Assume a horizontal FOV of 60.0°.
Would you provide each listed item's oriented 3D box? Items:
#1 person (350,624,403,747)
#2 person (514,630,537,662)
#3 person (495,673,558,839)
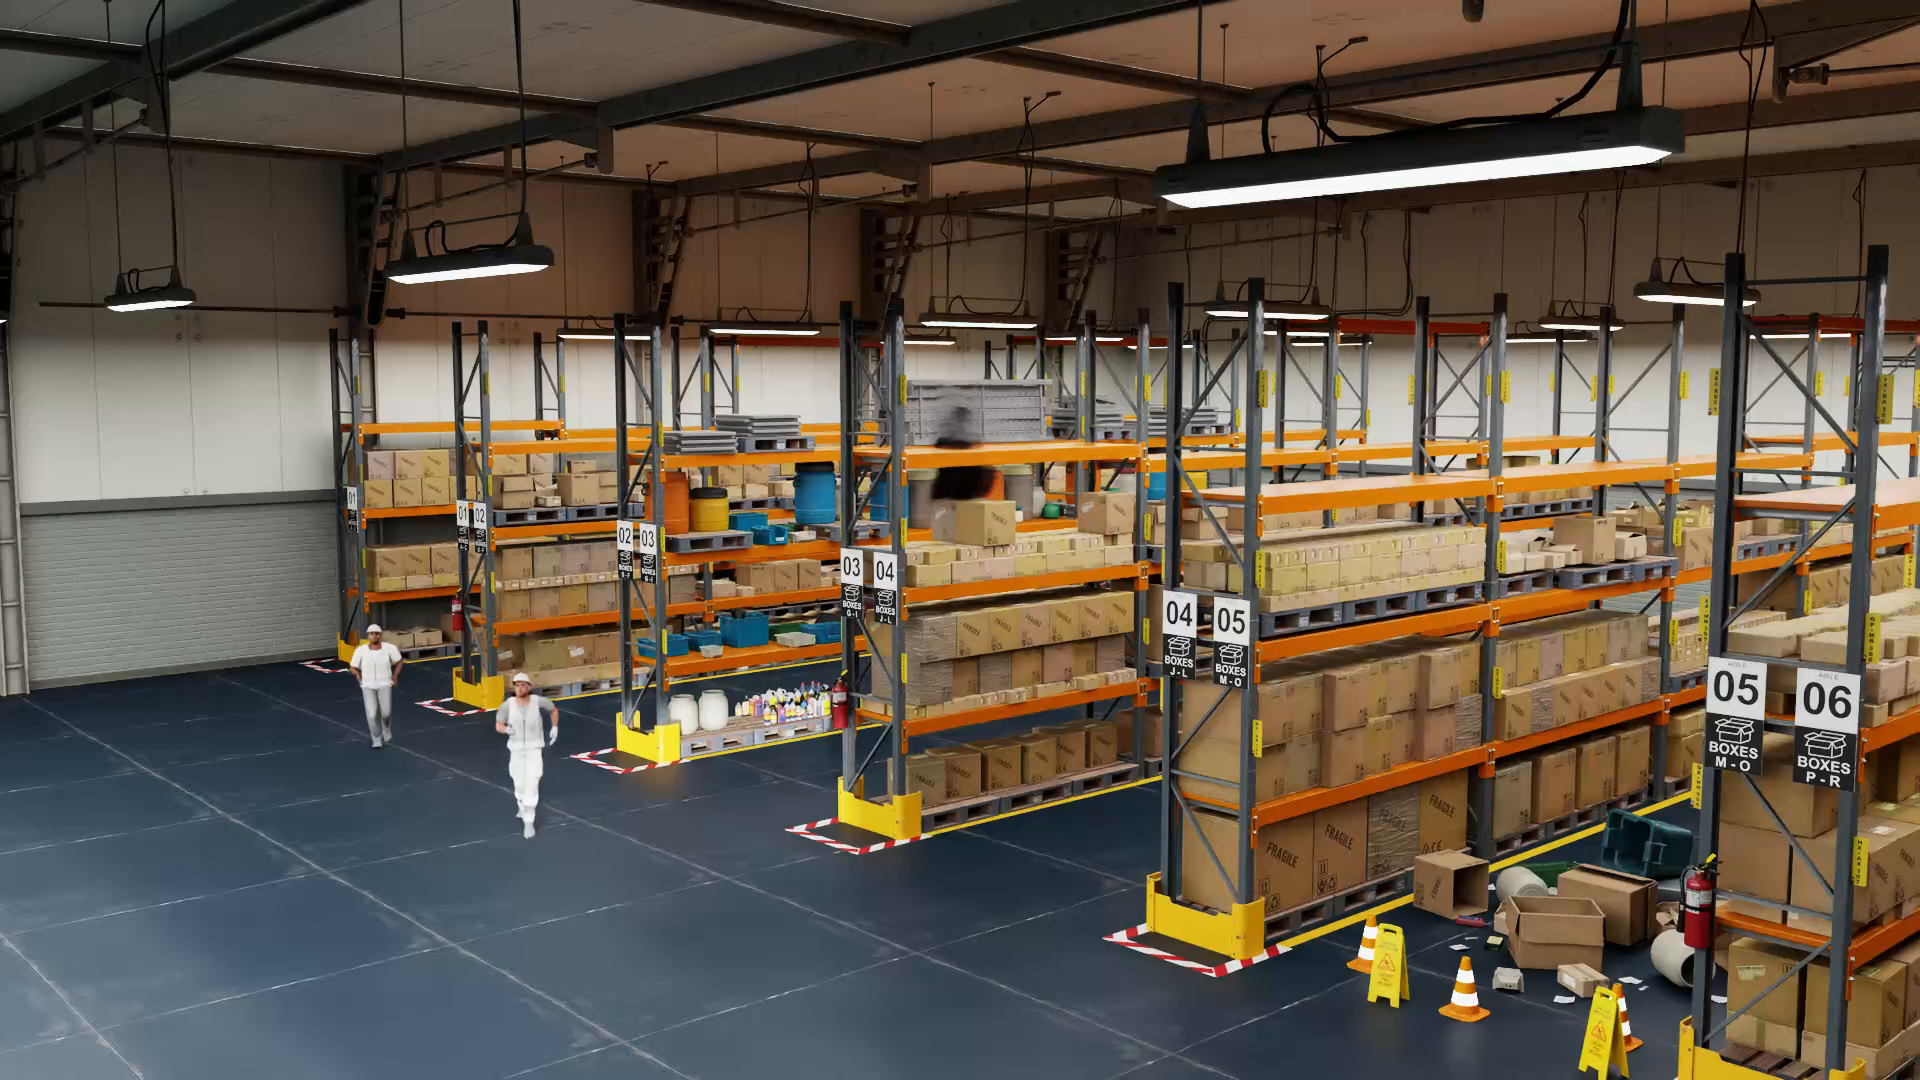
[{"bbox_3d":[-8.084,2.027,23.050,0.692,1.720,0.589,-2,6,-17],"label":"person"},{"bbox_3d":[-7.406,1.533,28.401,0.551,1.626,0.688,5,8,42],"label":"person"},{"bbox_3d":[-4.944,2.415,18.951,0.669,1.810,0.893,-1,6,-6],"label":"person"}]
